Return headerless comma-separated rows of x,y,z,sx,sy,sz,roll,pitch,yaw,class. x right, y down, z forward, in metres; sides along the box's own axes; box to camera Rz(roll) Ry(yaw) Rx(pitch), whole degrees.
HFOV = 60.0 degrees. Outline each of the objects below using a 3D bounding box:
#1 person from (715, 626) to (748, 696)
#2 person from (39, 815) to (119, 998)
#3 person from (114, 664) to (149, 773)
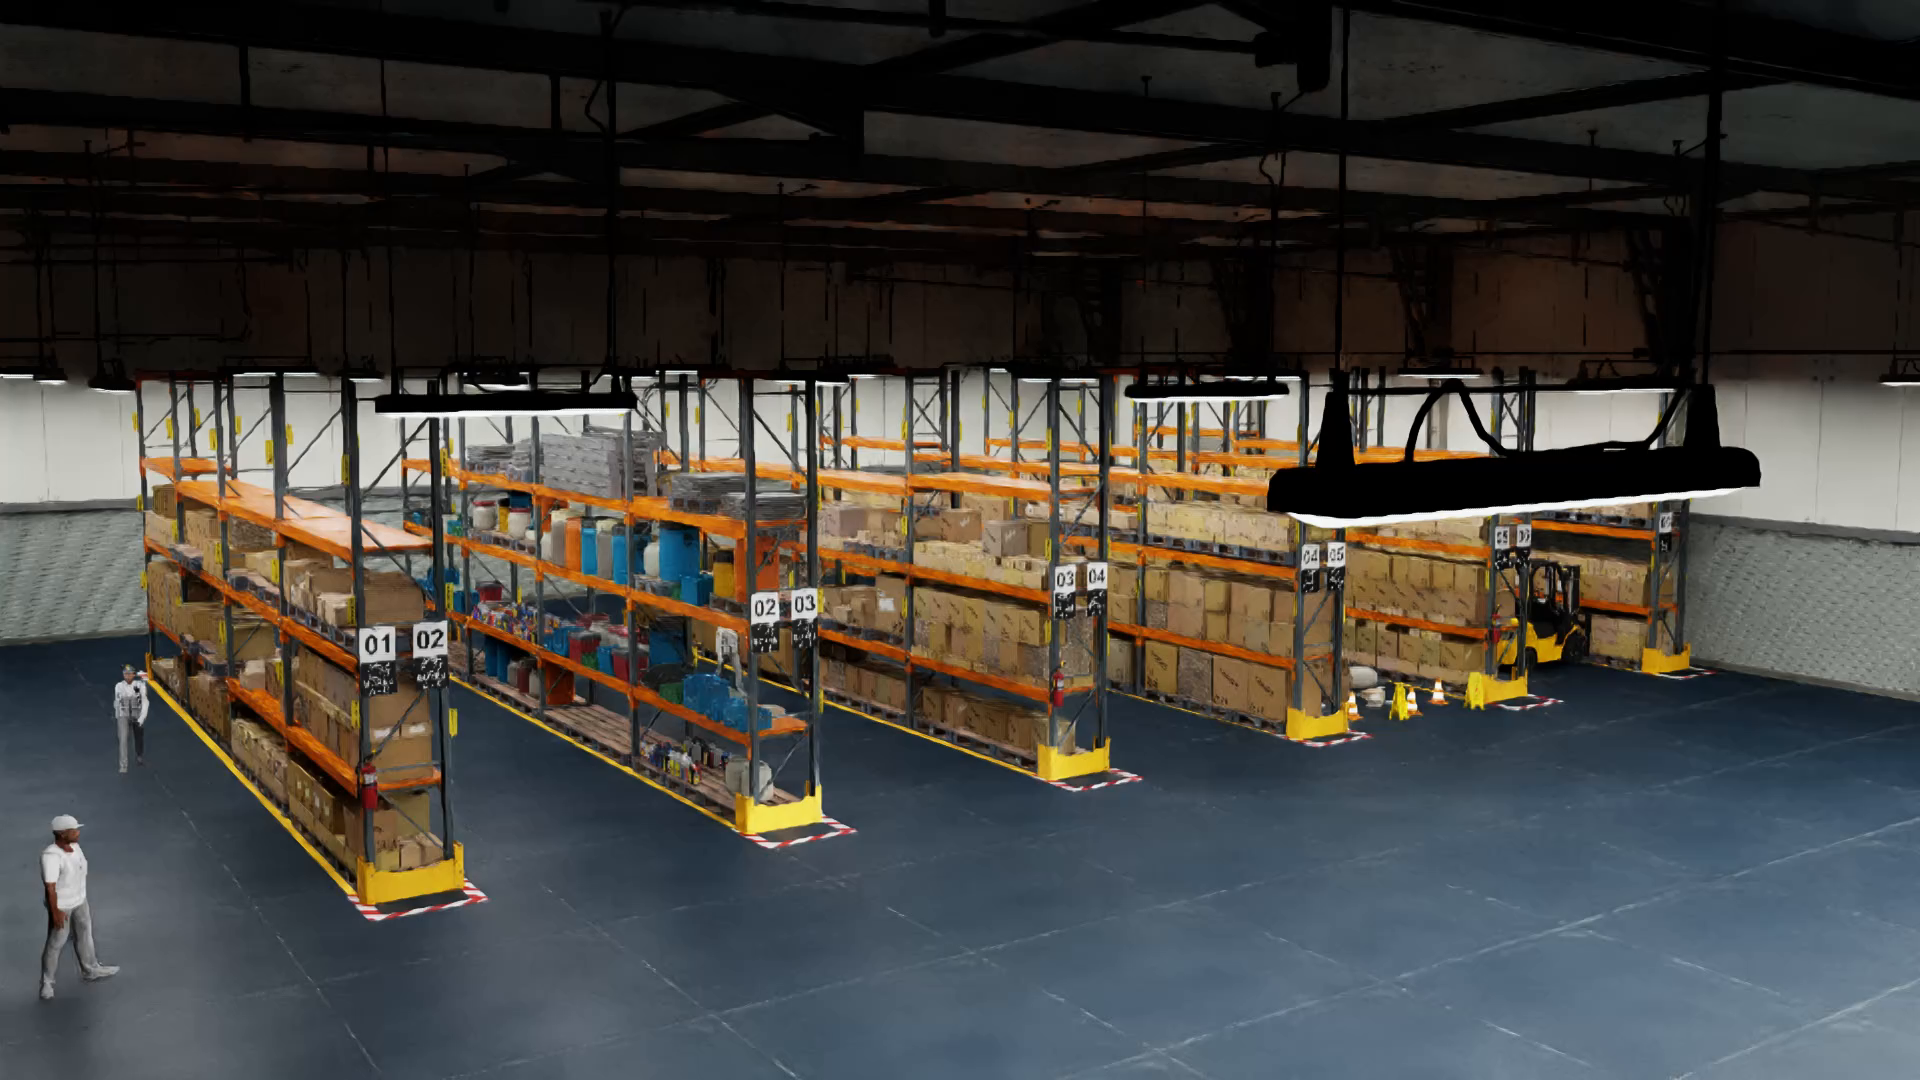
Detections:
-4.285,2.060,30.712,0.495,1.589,1.086,-4,8,-32,person
-8.838,3.584,16.516,0.533,1.759,0.731,0,6,2,person
-12.562,2.665,25.232,0.482,1.621,0.989,-3,7,-25,person
